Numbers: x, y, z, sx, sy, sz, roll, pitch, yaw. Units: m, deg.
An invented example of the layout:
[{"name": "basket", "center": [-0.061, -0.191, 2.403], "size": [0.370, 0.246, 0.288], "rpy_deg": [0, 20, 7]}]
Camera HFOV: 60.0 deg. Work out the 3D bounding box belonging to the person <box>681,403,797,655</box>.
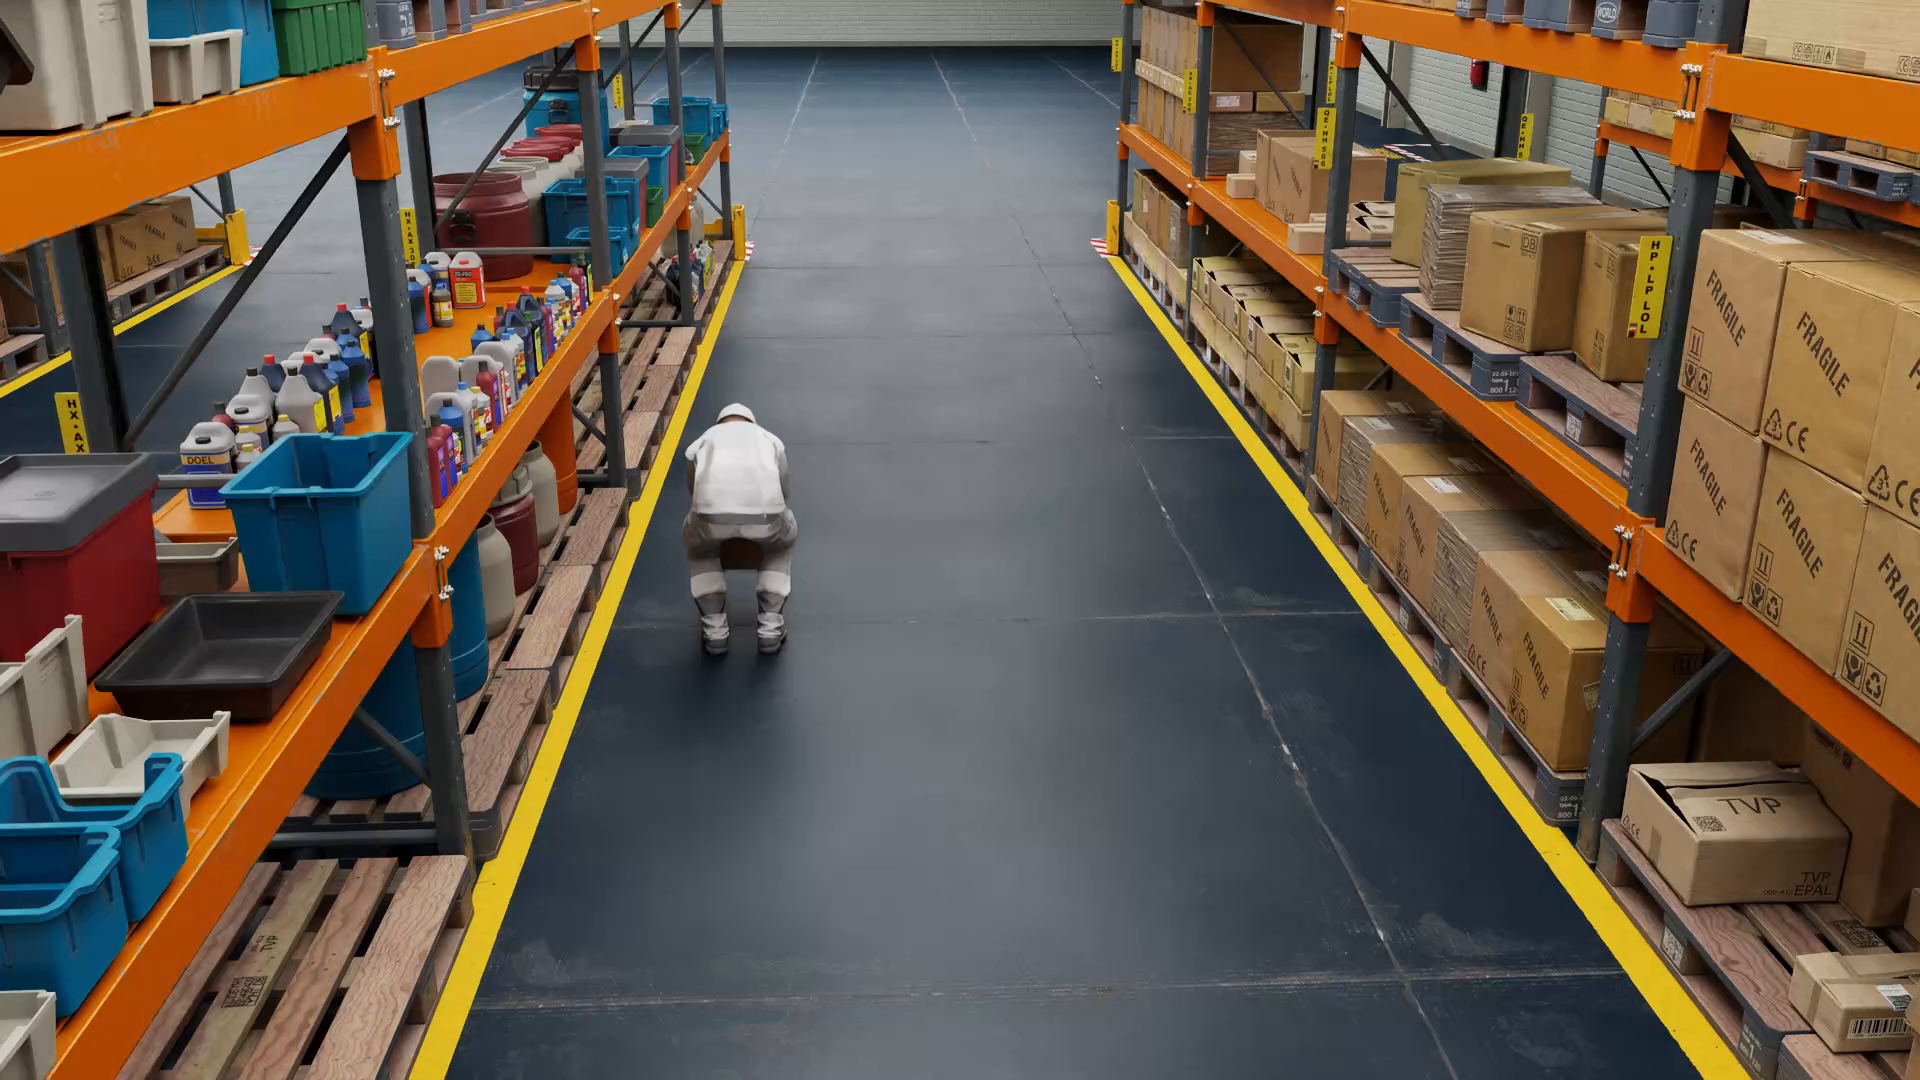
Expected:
[{"name": "person", "center": [-1.033, -0.049, 7.800], "size": [0.535, 1.011, 0.958], "rpy_deg": [-2, 20, -6]}]
